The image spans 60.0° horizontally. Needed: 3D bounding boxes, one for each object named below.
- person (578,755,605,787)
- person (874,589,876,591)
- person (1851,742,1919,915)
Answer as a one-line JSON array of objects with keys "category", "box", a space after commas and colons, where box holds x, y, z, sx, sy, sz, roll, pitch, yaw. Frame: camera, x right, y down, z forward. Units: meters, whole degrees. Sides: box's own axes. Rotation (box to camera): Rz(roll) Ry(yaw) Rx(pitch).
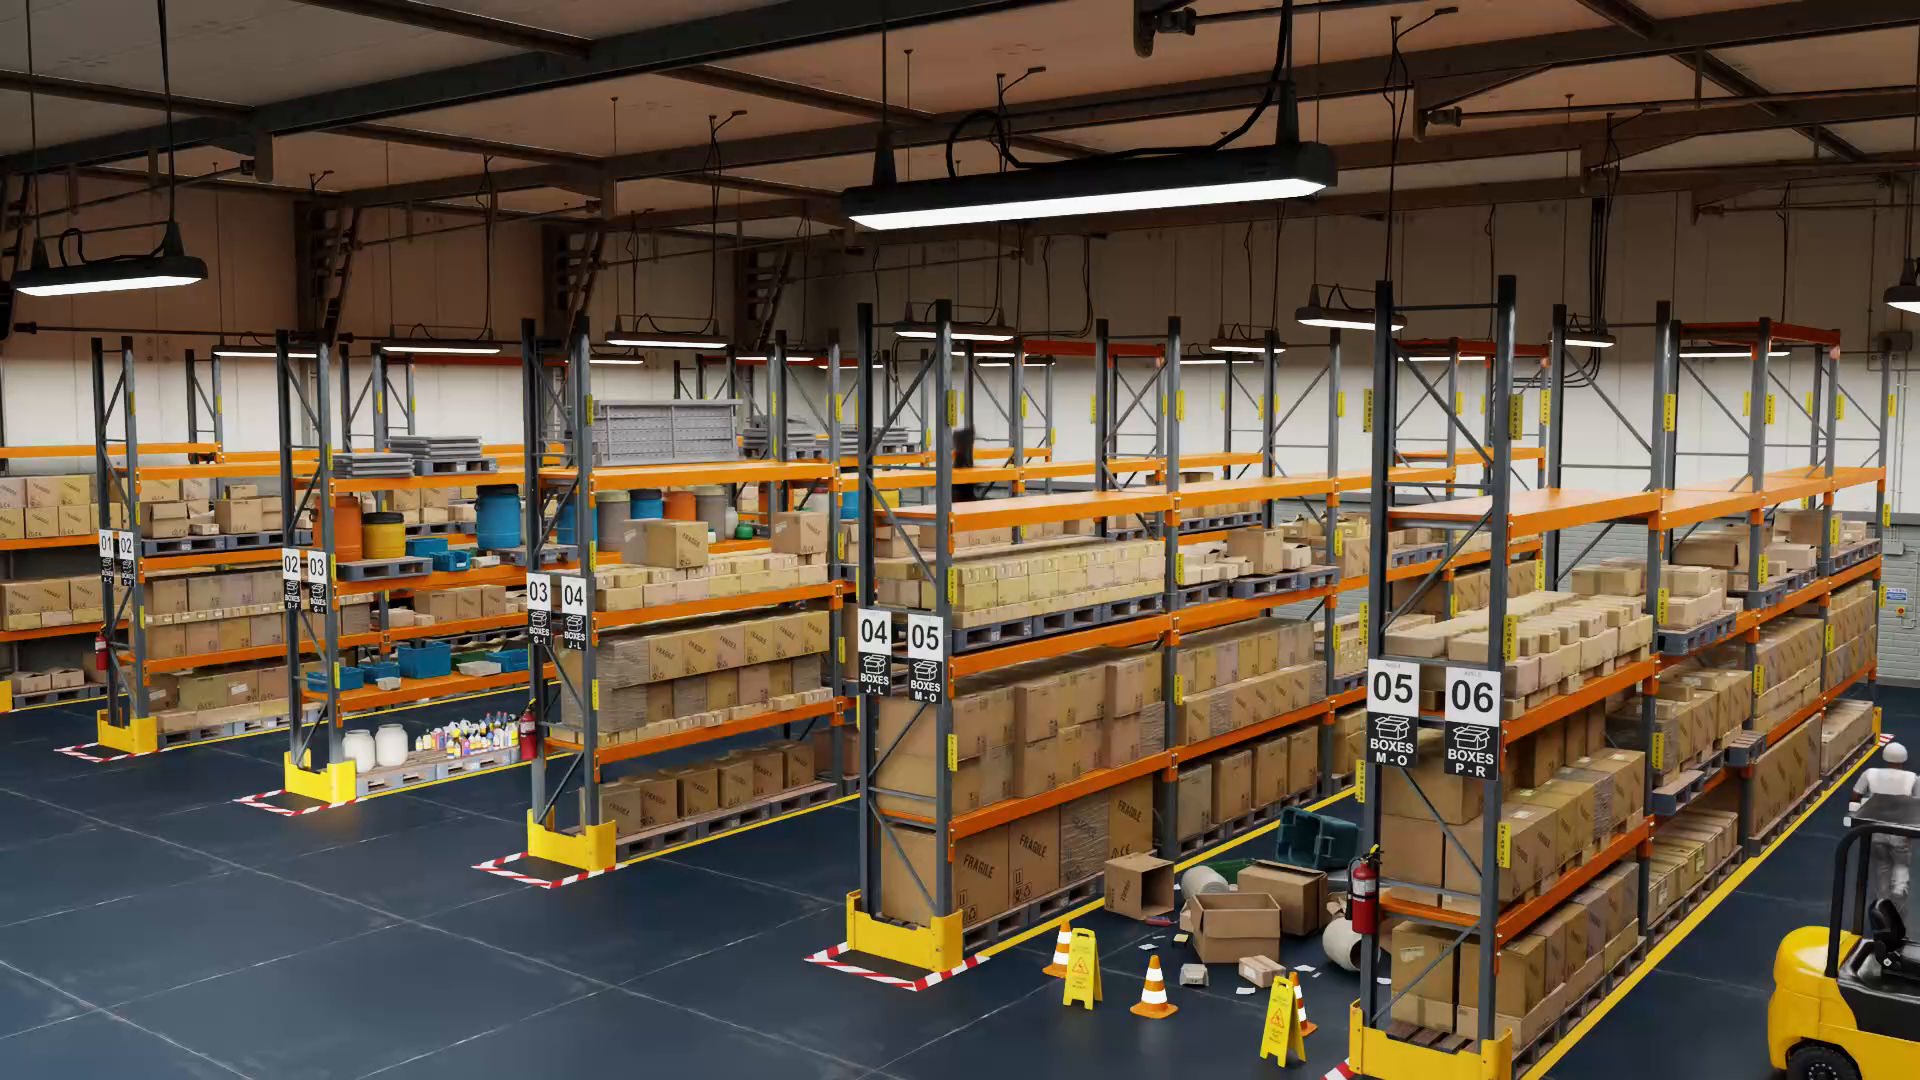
[{"category": "person", "box": [-4.590, 2.659, 20.522, 0.539, 1.464, 0.914, 2, 5, 25]}, {"category": "person", "box": [-1.678, 1.426, 34.360, 0.712, 1.492, 0.892, 1, 5, 14]}, {"category": "person", "box": [9.158, 2.876, 16.401, 0.678, 1.755, 0.642, 4, 6, 39]}]
